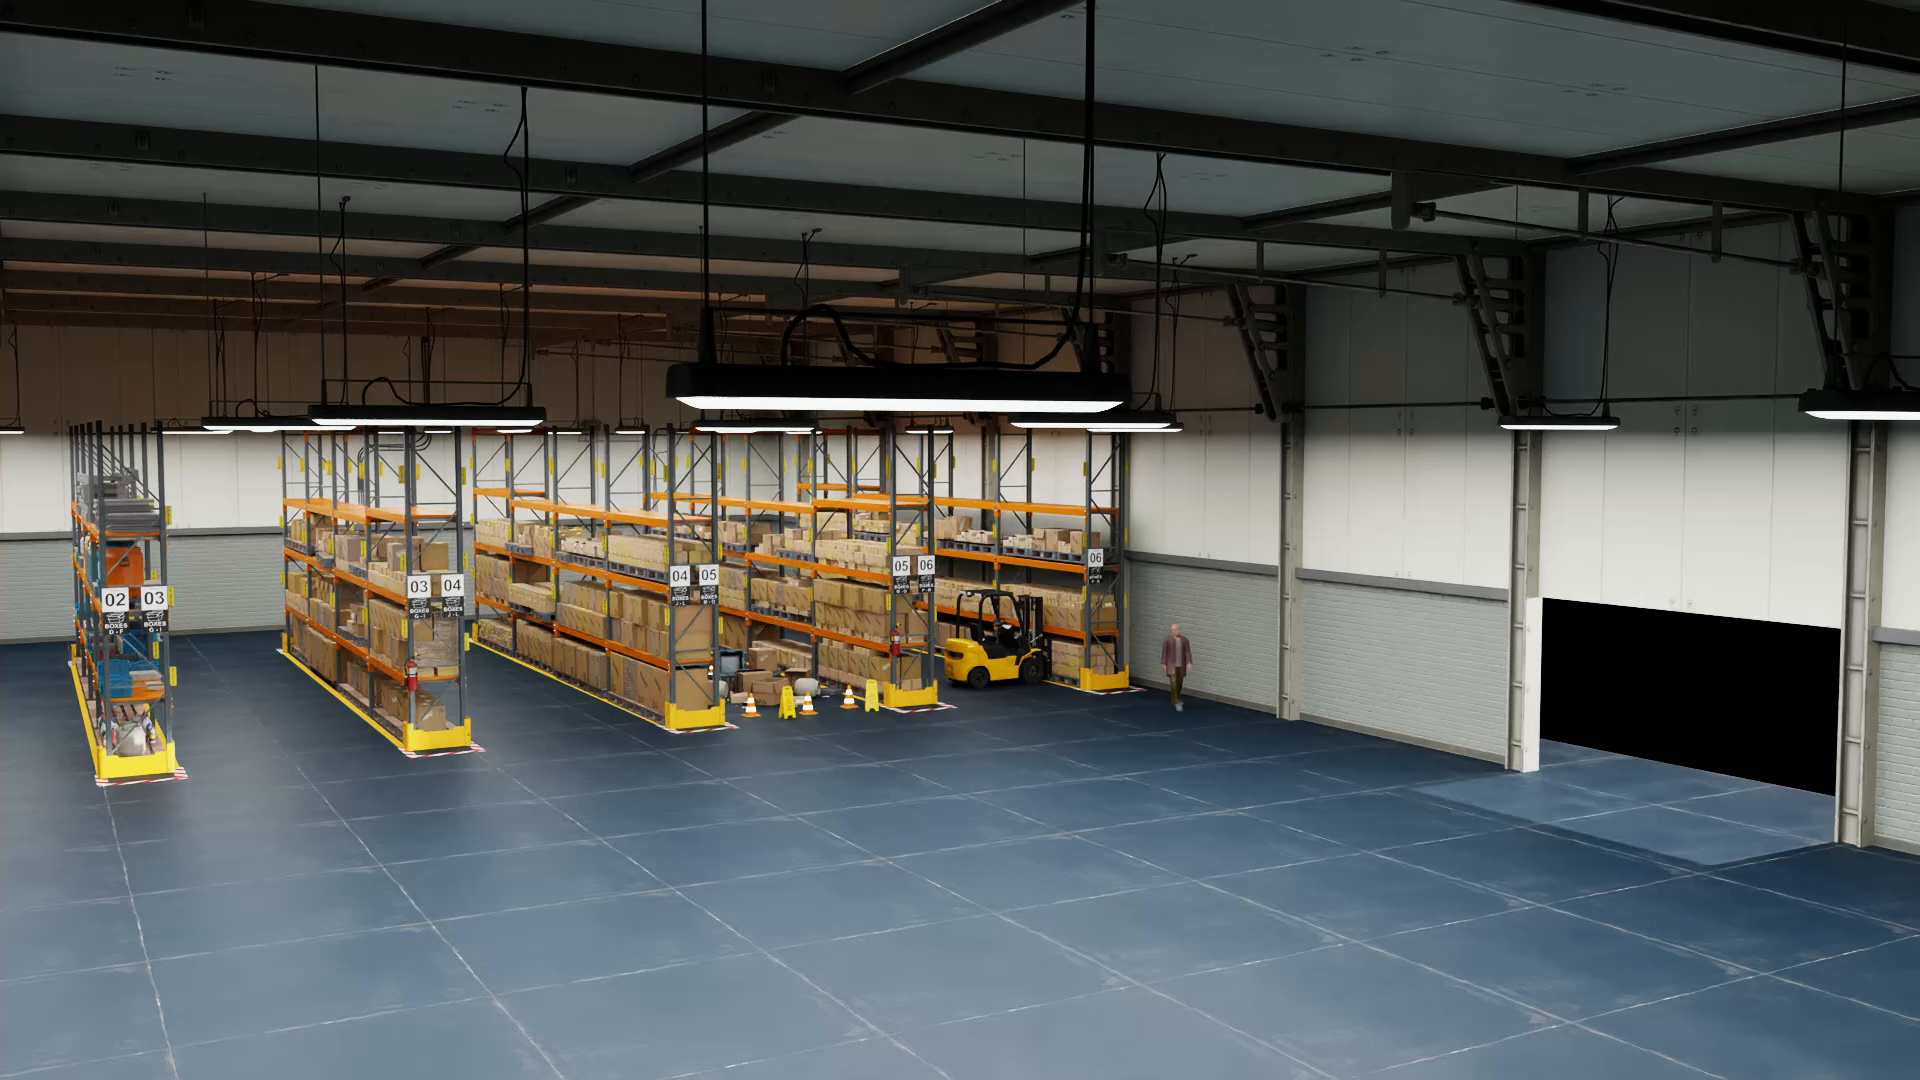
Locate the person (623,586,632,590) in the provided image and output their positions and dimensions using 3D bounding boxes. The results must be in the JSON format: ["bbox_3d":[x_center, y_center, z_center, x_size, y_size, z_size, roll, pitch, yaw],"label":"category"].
[{"bbox_3d":[-9.116,2.092,45.156,0.580,1.675,0.437,-3,4,-37],"label":"person"}]

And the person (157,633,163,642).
[{"bbox_3d":[-22.443,1.970,46.324,0.775,1.741,0.547,1,4,8],"label":"person"}]

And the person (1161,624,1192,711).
[{"bbox_3d":[4.603,2.669,35.128,0.605,1.779,0.890,0,4,-8],"label":"person"}]
